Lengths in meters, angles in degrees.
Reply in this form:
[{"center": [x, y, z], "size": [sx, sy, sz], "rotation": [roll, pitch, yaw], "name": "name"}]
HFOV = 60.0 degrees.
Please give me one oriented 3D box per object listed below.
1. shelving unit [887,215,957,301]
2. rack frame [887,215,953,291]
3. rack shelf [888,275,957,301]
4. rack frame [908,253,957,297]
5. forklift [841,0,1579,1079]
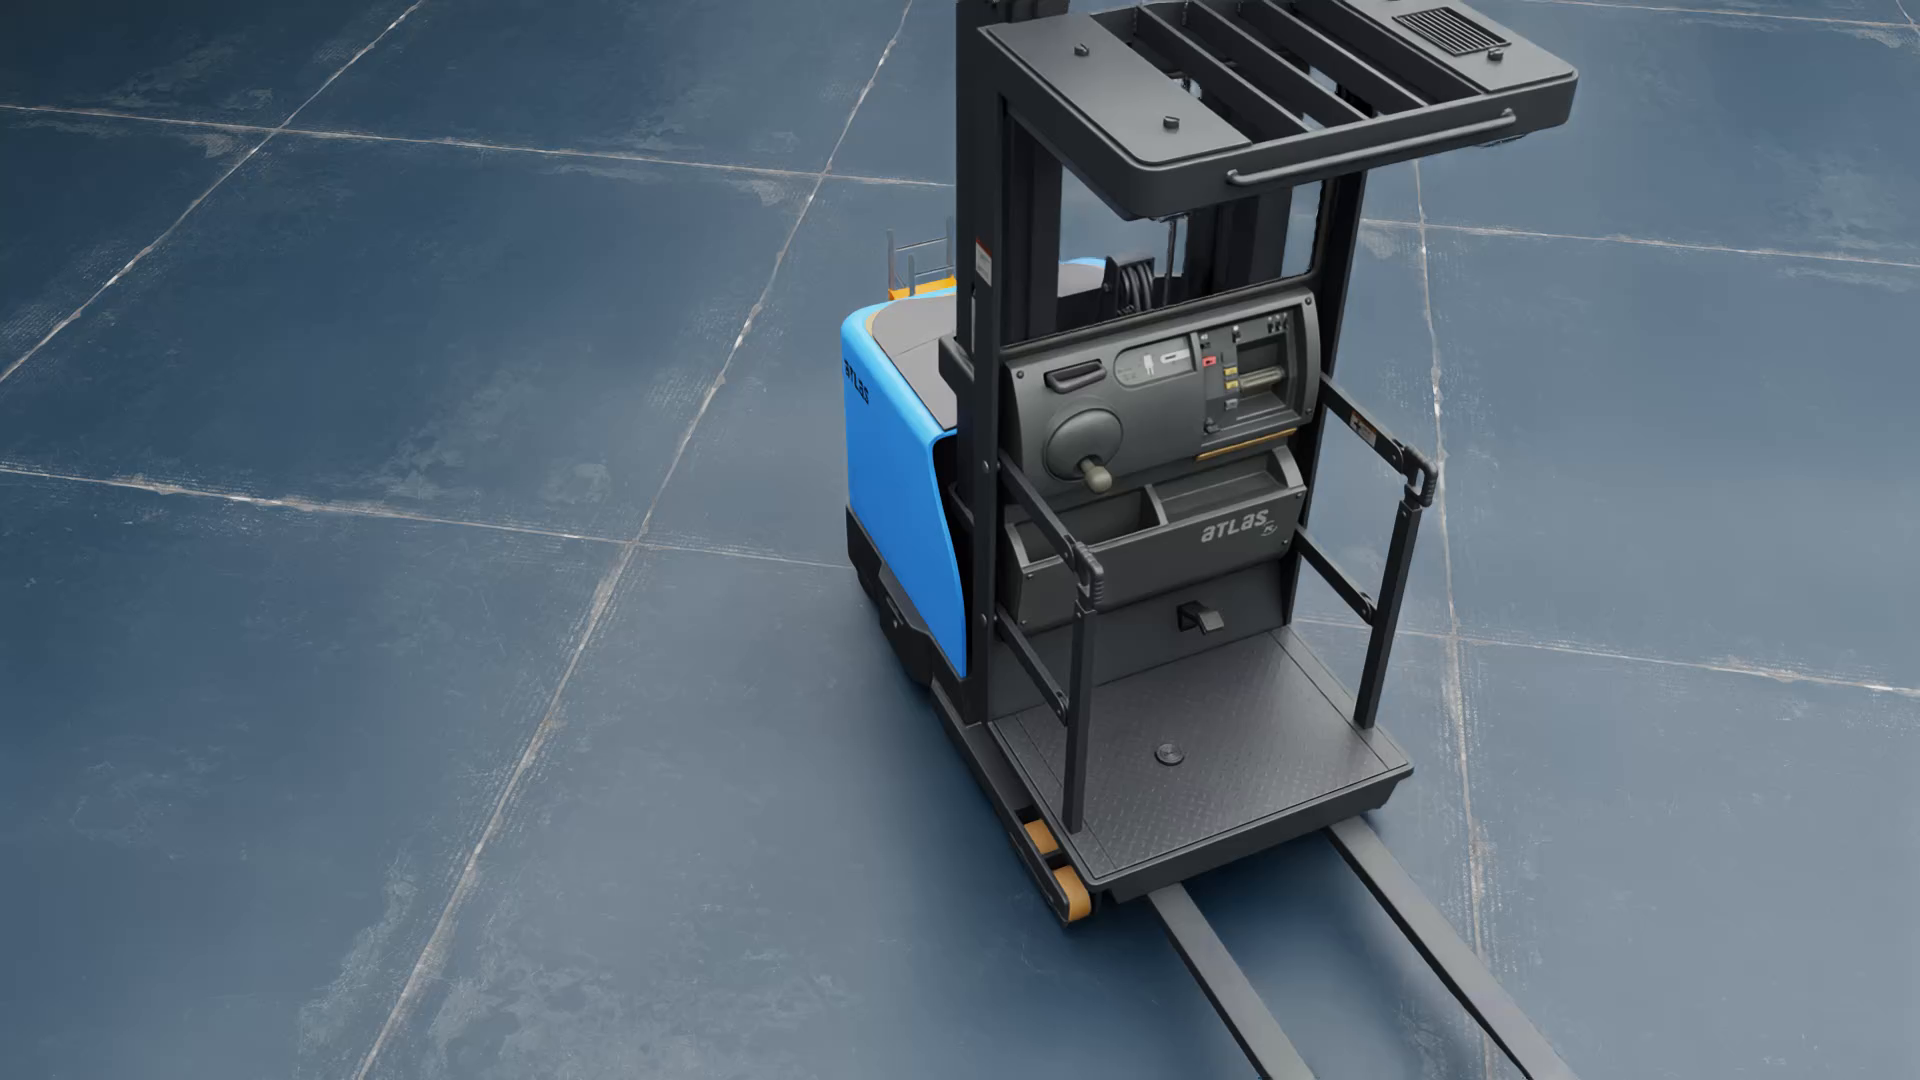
[{"center": [-0.097, -0.569, 5.996], "size": [0.258, 1.200, 0.189], "rotation": [-16, 42, -18], "name": "shelving unit"}, {"center": [-0.135, -0.622, 6.060], "size": [0.240, 1.200, 0.006], "rotation": [-16, 42, -18], "name": "rack frame"}, {"center": [-0.098, -0.812, 5.794], "size": [0.258, 0.103, 0.180], "rotation": [-16, 42, -18], "name": "rack shelf"}, {"center": [-0.059, -0.516, 5.931], "size": [0.240, 1.200, 0.006], "rotation": [-16, 42, -18], "name": "rack frame"}, {"center": [0.657, -0.325, 4.343], "size": [1.130, 2.935, 3.031], "rotation": [-16, 42, -18], "name": "forklift"}]
